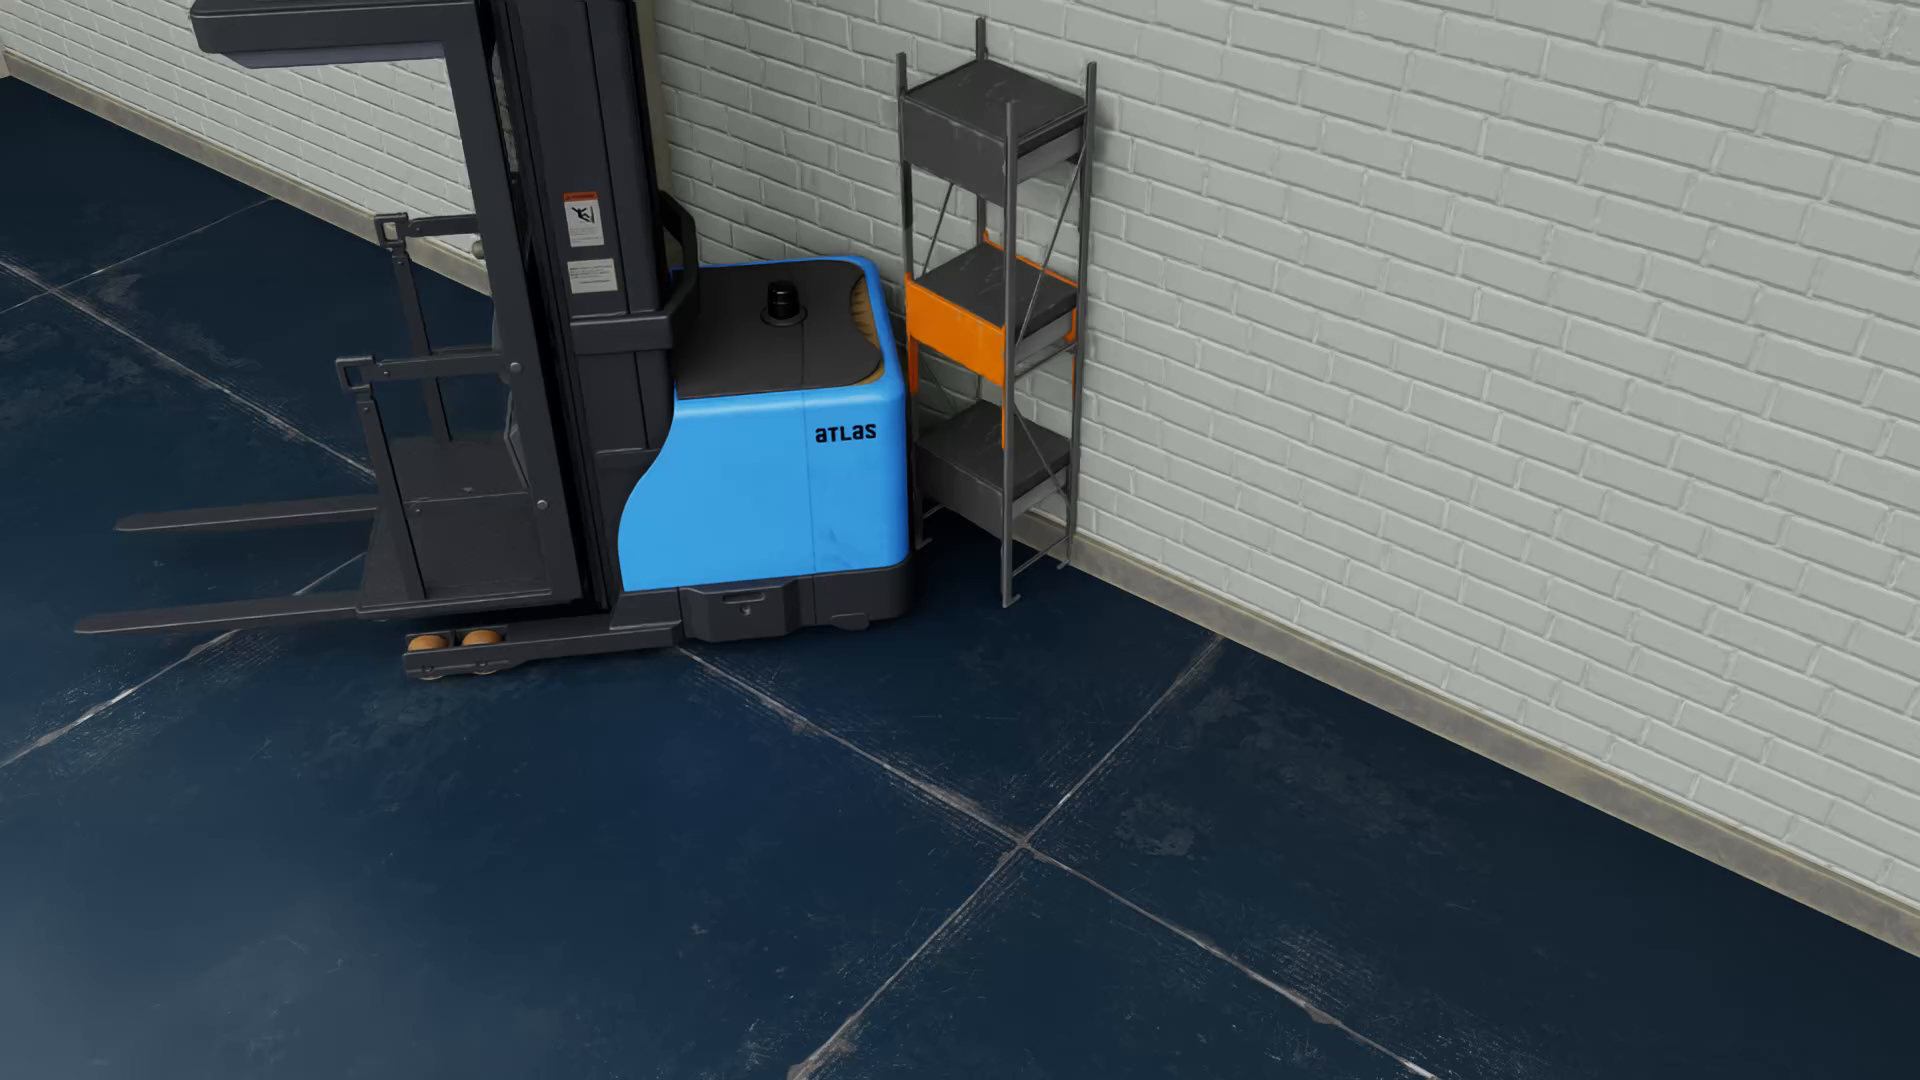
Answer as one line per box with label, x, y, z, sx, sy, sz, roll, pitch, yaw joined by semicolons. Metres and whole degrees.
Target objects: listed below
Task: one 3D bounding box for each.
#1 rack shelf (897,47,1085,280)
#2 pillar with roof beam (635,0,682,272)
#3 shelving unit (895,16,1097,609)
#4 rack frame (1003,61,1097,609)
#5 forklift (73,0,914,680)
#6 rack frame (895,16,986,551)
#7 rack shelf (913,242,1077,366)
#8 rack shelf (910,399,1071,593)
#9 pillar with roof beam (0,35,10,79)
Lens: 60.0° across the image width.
rack shelf;0.117;-1.252;5.508;0.480;0.518;0.431;33;51;32
pillar with roof beam;-4.074;-2.140;2.183;0.400;9.000;9.100;25;45;29
shelving unit;0.125;-0.735;5.959;0.503;2.100;0.431;33;51;32
rack frame;0.298;-0.624;5.829;0.015;2.100;0.400;33;51;32
forklift;-1.737;-0.992;5.639;3.031;2.935;1.130;-5;38;-7
rack frame;-0.049;-0.846;6.090;0.015;2.100;0.400;33;51;32
rack shelf;0.123;-0.828;5.878;0.457;0.174;0.368;33;51;32
rack shelf;0.132;-0.197;6.428;0.480;0.518;0.431;33;51;32
pillar with roof beam;-8.840;-4.387;5.053;0.400;9.000;9.100;25;45;29
